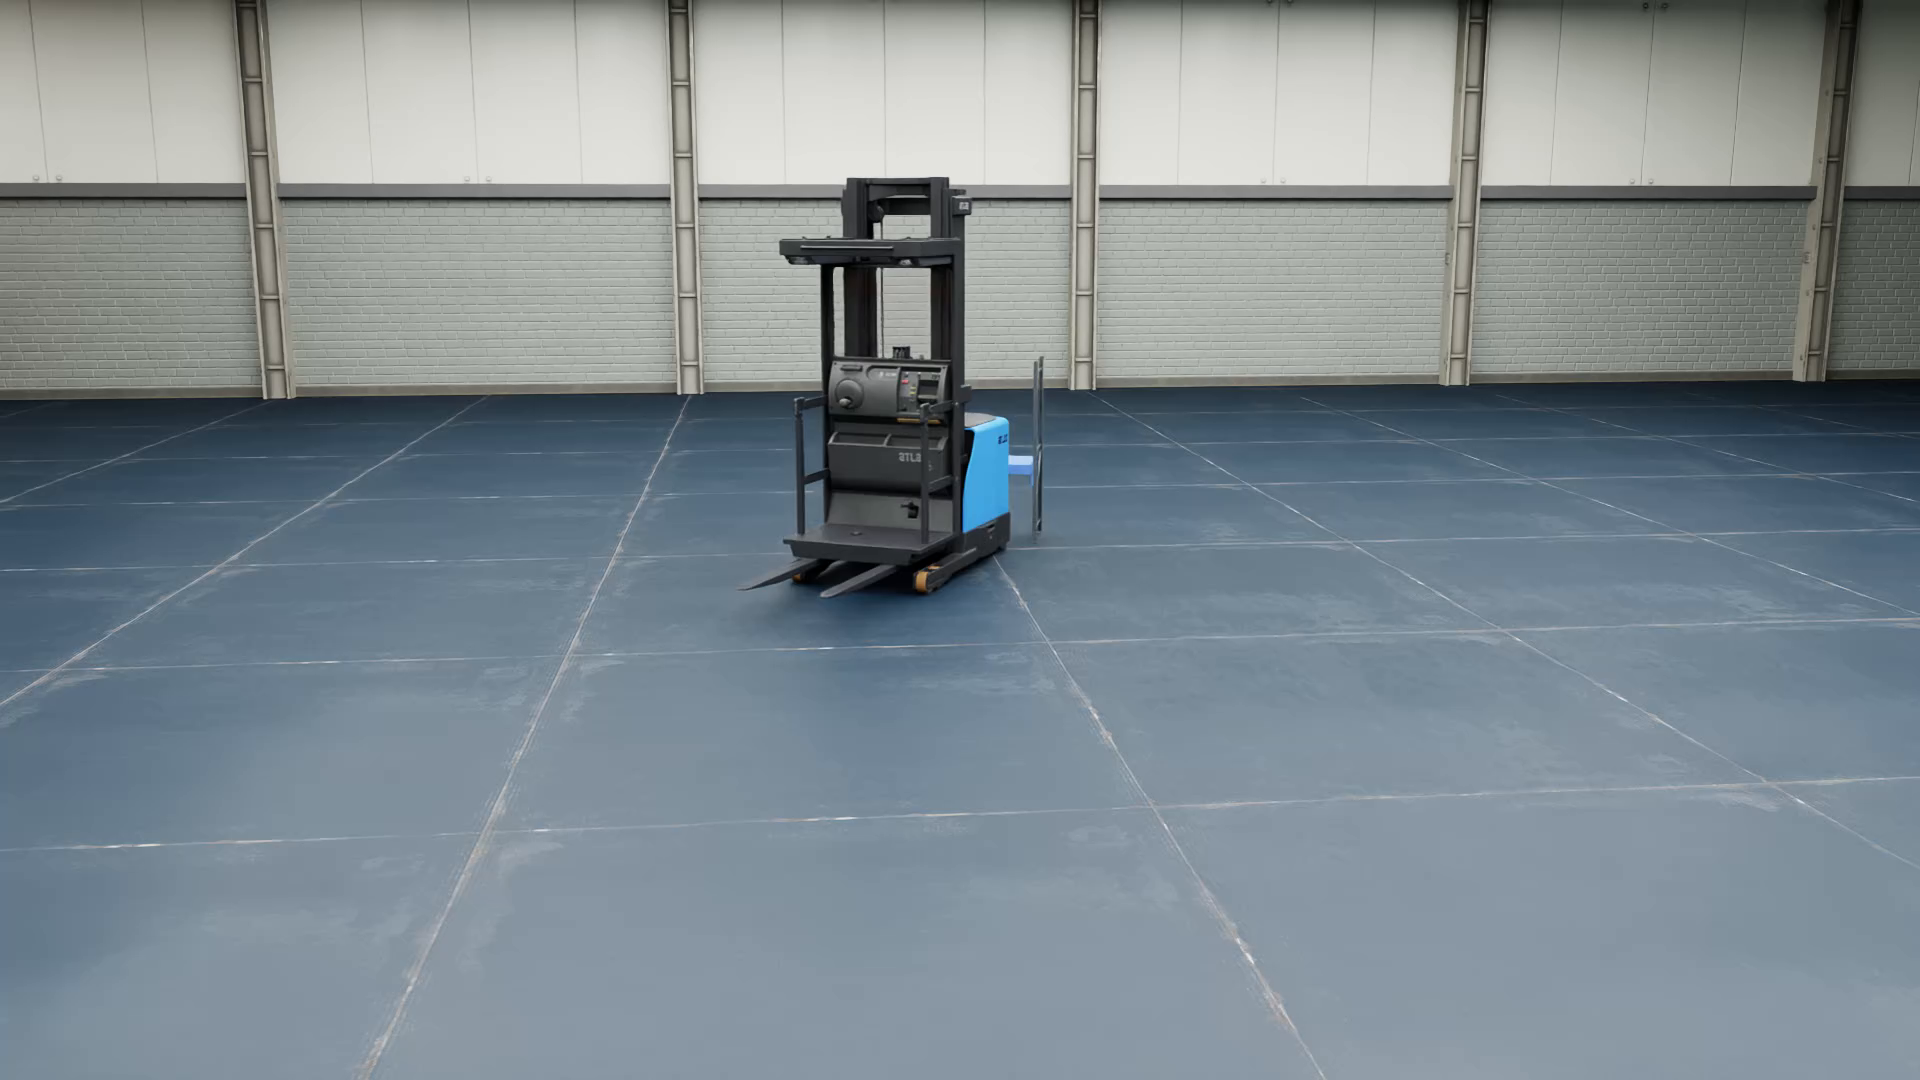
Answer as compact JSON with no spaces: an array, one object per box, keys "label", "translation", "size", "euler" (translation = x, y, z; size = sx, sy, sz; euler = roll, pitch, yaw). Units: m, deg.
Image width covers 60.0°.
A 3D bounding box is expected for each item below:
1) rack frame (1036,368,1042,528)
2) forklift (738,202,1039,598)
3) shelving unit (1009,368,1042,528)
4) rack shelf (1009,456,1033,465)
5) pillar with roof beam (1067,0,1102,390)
[{"label":"rack frame","translation":[0.649,-0.761,13.849],"size":[0.013,1.308,0.475],"euler":[2,11,9]},{"label":"forklift","translation":[-6.962,-0.760,8.408],"size":[10.290,3.598,16.073],"euler":[4,12,21]},{"label":"shelving unit","translation":[0.166,-0.775,13.922],"size":[0.991,1.308,0.475],"euler":[2,11,9]},{"label":"rack shelf","translation":[0.147,-0.647,13.948],"size":[0.952,0.062,0.459],"euler":[2,11,9]},{"label":"pillar with roof beam","translation":[2.354,-5.940,20.753],"size":[0.400,9.000,9.100],"euler":[-1,11,-6]}]
